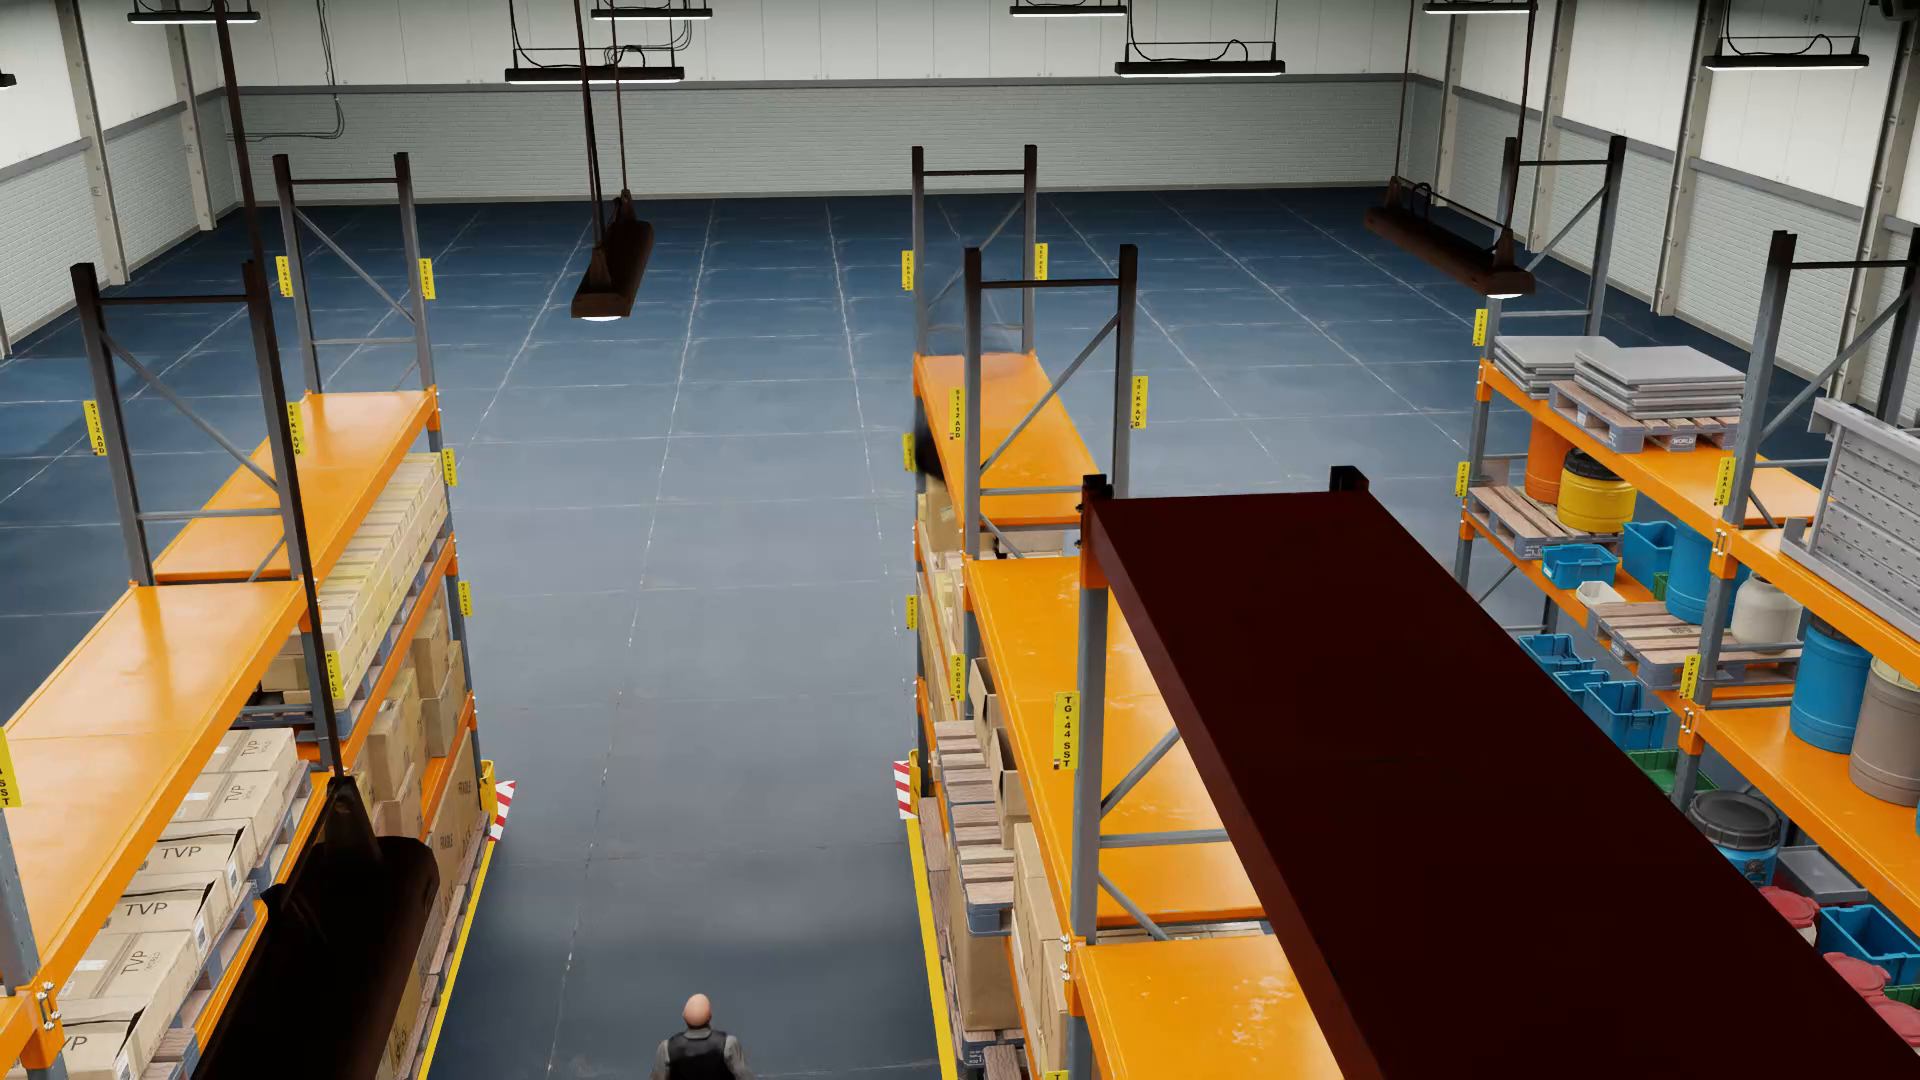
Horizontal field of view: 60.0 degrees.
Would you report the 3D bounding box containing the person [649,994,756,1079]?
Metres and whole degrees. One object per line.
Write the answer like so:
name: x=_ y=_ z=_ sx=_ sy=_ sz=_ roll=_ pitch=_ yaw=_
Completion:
person: x=-1.608 y=3.539 z=10.406 sx=0.646 sy=1.690 sz=0.585 roll=-5 pitch=22 yaw=-12
